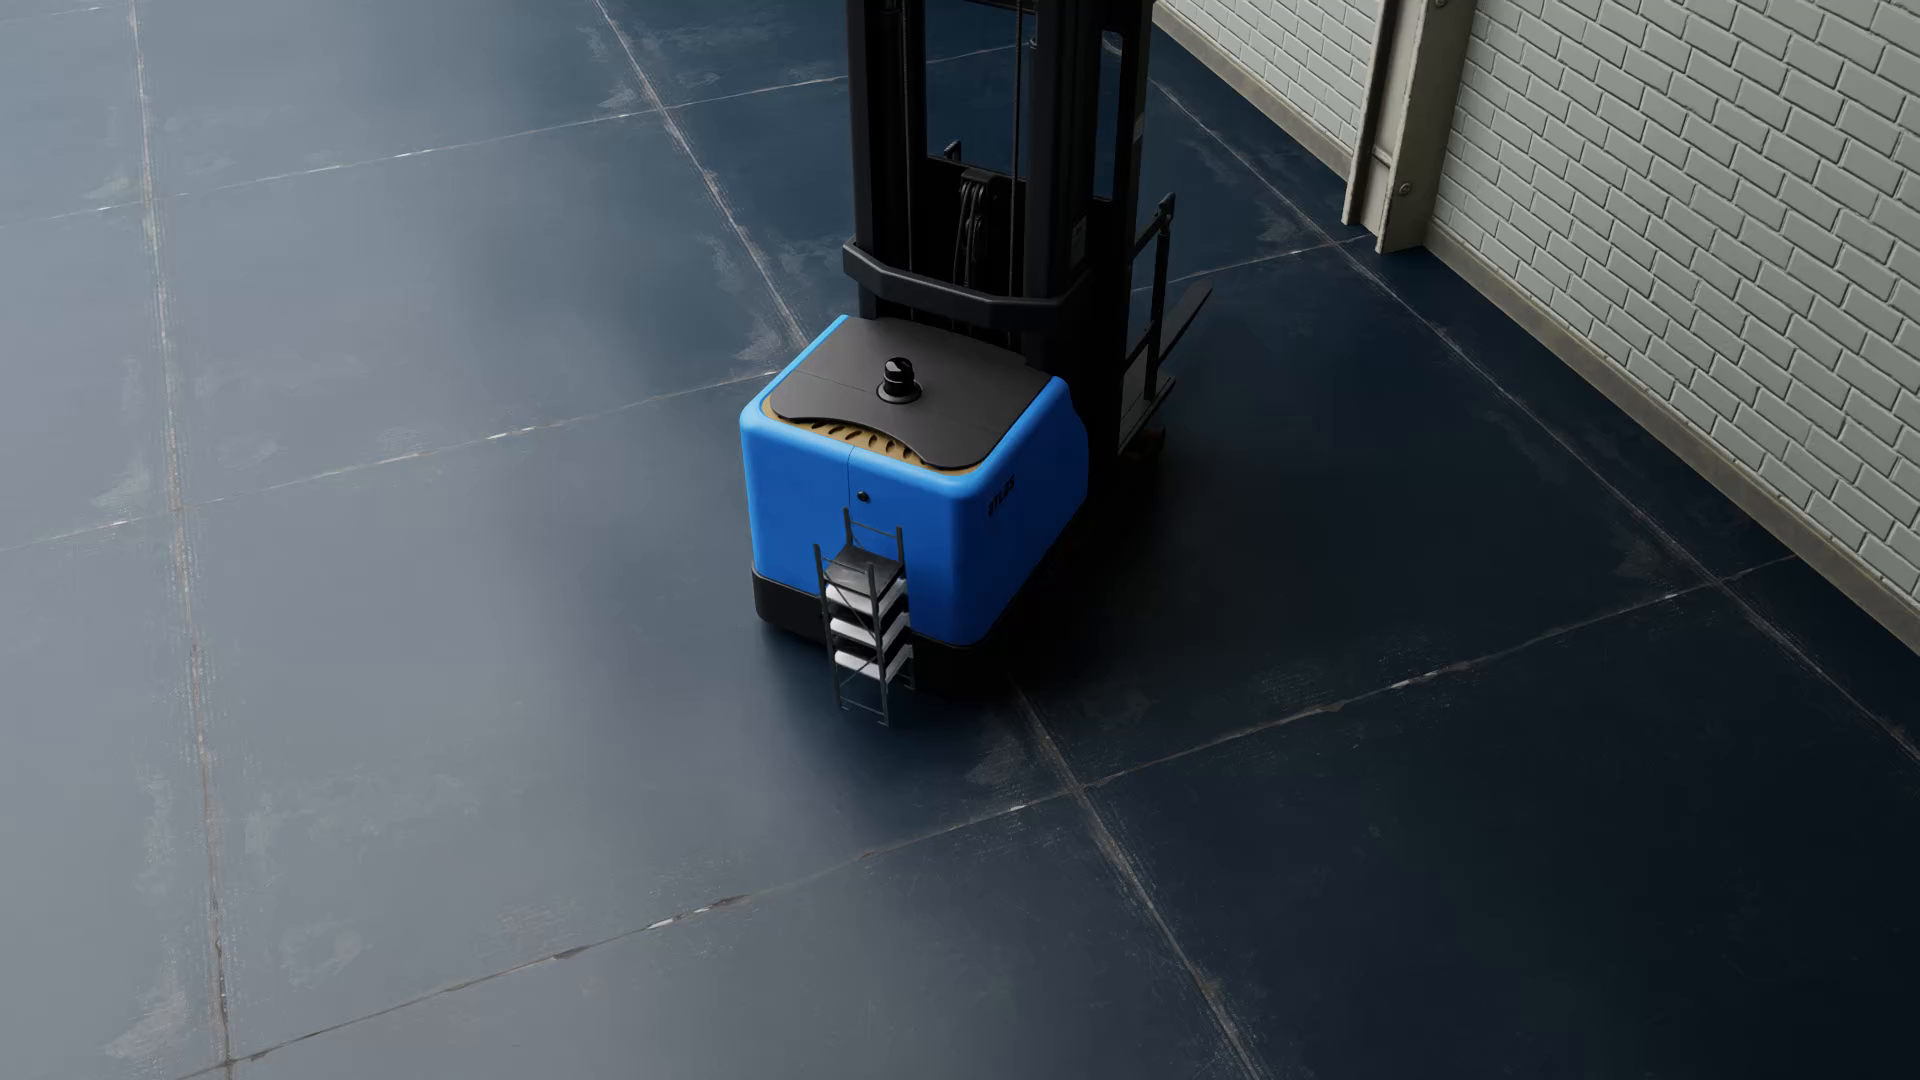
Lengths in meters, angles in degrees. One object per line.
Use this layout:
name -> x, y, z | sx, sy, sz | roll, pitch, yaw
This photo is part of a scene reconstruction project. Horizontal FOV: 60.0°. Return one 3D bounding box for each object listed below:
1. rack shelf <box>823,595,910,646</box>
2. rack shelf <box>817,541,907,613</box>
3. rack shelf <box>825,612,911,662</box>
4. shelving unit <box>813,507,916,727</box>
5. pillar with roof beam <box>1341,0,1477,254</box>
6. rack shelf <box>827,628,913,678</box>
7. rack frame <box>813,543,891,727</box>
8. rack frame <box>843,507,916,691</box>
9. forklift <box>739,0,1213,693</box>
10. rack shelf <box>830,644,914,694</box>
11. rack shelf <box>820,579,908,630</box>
rack shelf -> -0.347, 0.261, 6.158 | 0.258, 0.077, 0.200 | 19, 49, 21
rack shelf -> -0.354, 0.134, 6.031 | 0.258, 0.077, 0.200 | 19, 49, 21
rack shelf -> -0.343, 0.325, 6.222 | 0.258, 0.077, 0.200 | 19, 49, 21
shelving unit -> -0.345, 0.301, 6.198 | 0.258, 0.900, 0.210 | 19, 49, 21
pillar with roof beam -> -1.622, -4.051, 5.060 | 9.100, 9.000, 0.400 | -15, 43, -17
rack shelf -> -0.340, 0.388, 6.285 | 0.258, 0.077, 0.200 | 19, 49, 21
rack frame -> -0.392, 0.366, 6.136 | 0.240, 0.900, 0.006 | 19, 49, 21
rack frame -> -0.297, 0.236, 6.261 | 0.240, 0.900, 0.006 | 19, 49, 21
forklift -> 0.288, -1.473, 6.715 | 1.130, 2.935, 3.031 | 19, 44, 20
rack shelf -> -0.336, 0.452, 6.349 | 0.258, 0.077, 0.200 | 19, 49, 21
rack shelf -> -0.350, 0.197, 6.095 | 0.258, 0.077, 0.200 | 19, 49, 21
